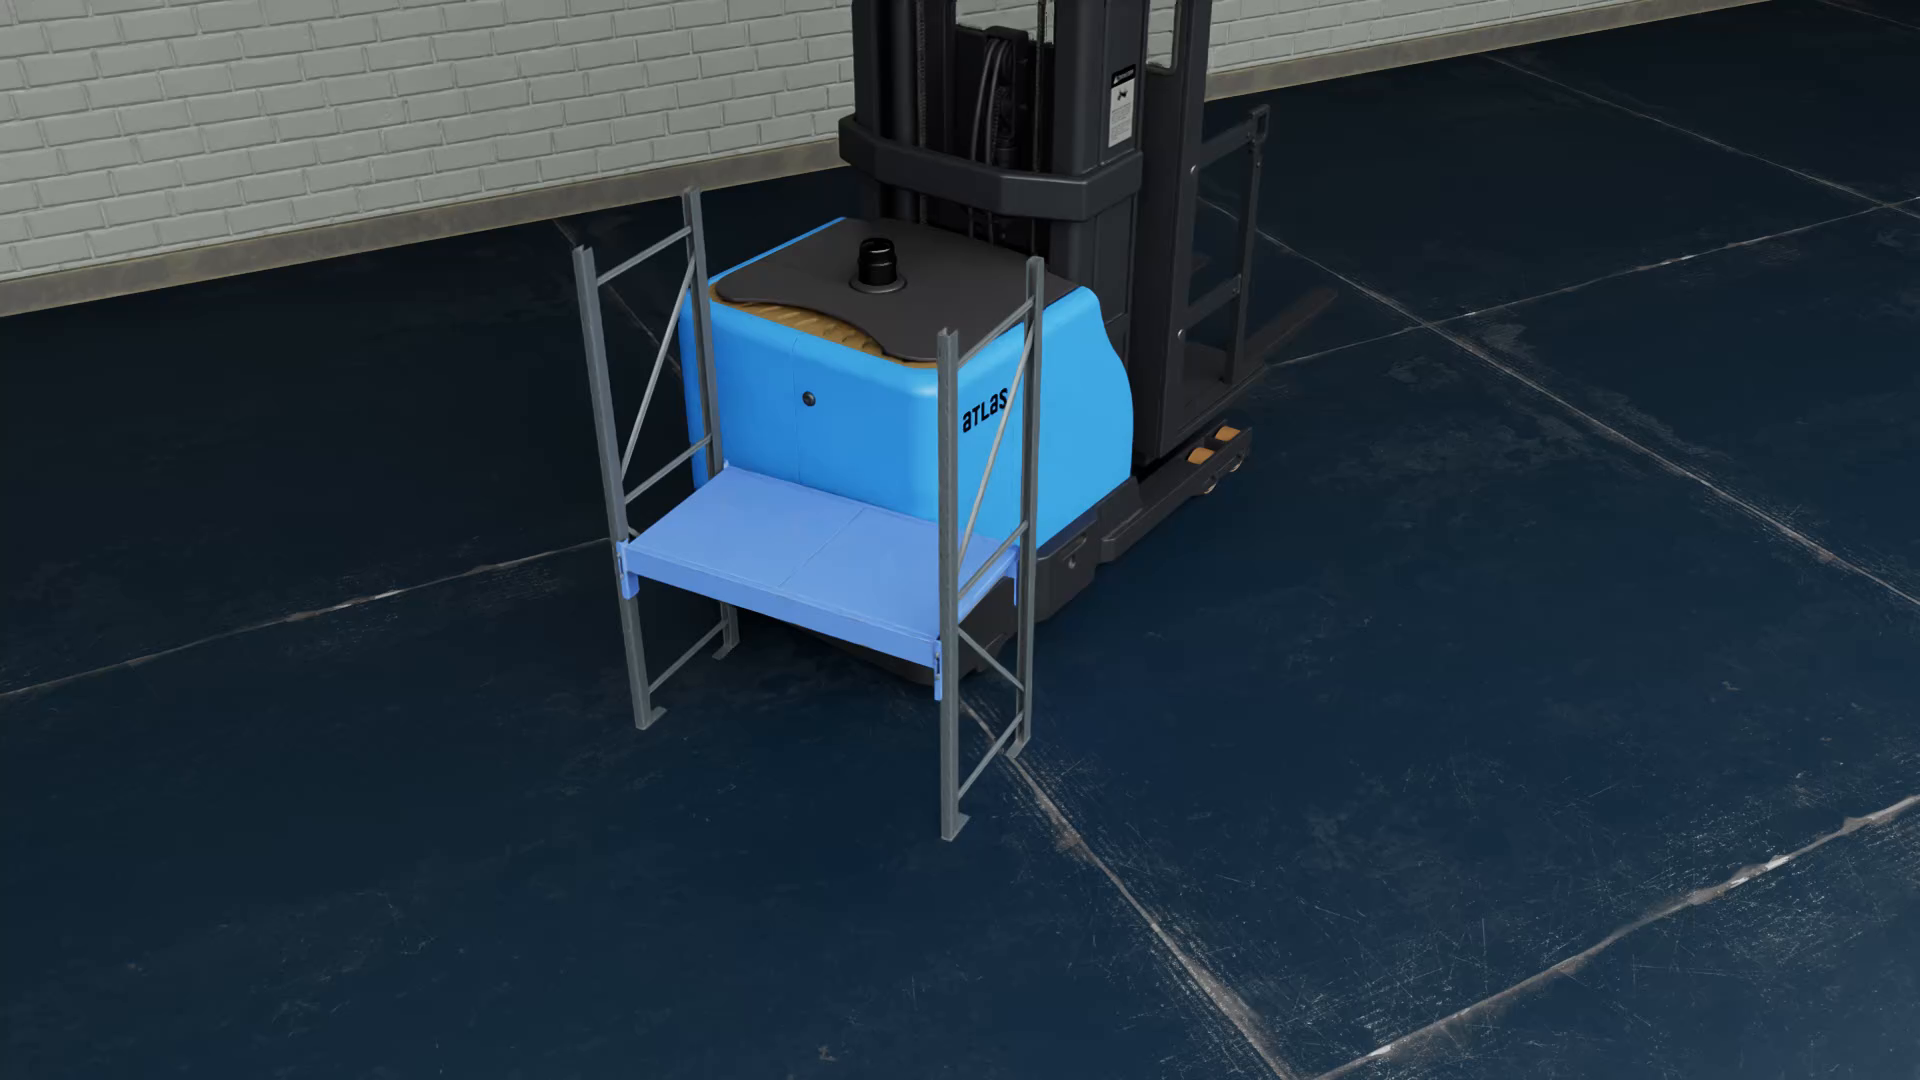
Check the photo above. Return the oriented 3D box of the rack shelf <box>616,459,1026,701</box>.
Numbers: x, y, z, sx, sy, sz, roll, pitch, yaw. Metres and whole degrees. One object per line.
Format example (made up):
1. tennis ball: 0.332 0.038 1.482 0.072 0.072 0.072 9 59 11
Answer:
1. rack shelf: -0.373 0.085 4.560 1.000 0.185 0.538 16 36 23

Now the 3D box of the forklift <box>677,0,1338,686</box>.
1. forklift: 0.421 -1.542 5.440 1.130 2.935 3.031 22 39 30

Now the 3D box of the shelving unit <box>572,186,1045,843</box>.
1. shelving unit: -0.373 -0.066 4.463 1.048 1.500 0.538 16 36 23

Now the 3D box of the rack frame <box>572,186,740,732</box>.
1. rack frame: -0.824 -0.193 4.661 0.032 1.500 0.500 16 36 23

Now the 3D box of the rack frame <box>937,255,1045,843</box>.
1. rack frame: 0.078 0.061 4.265 0.032 1.500 0.500 16 36 23
